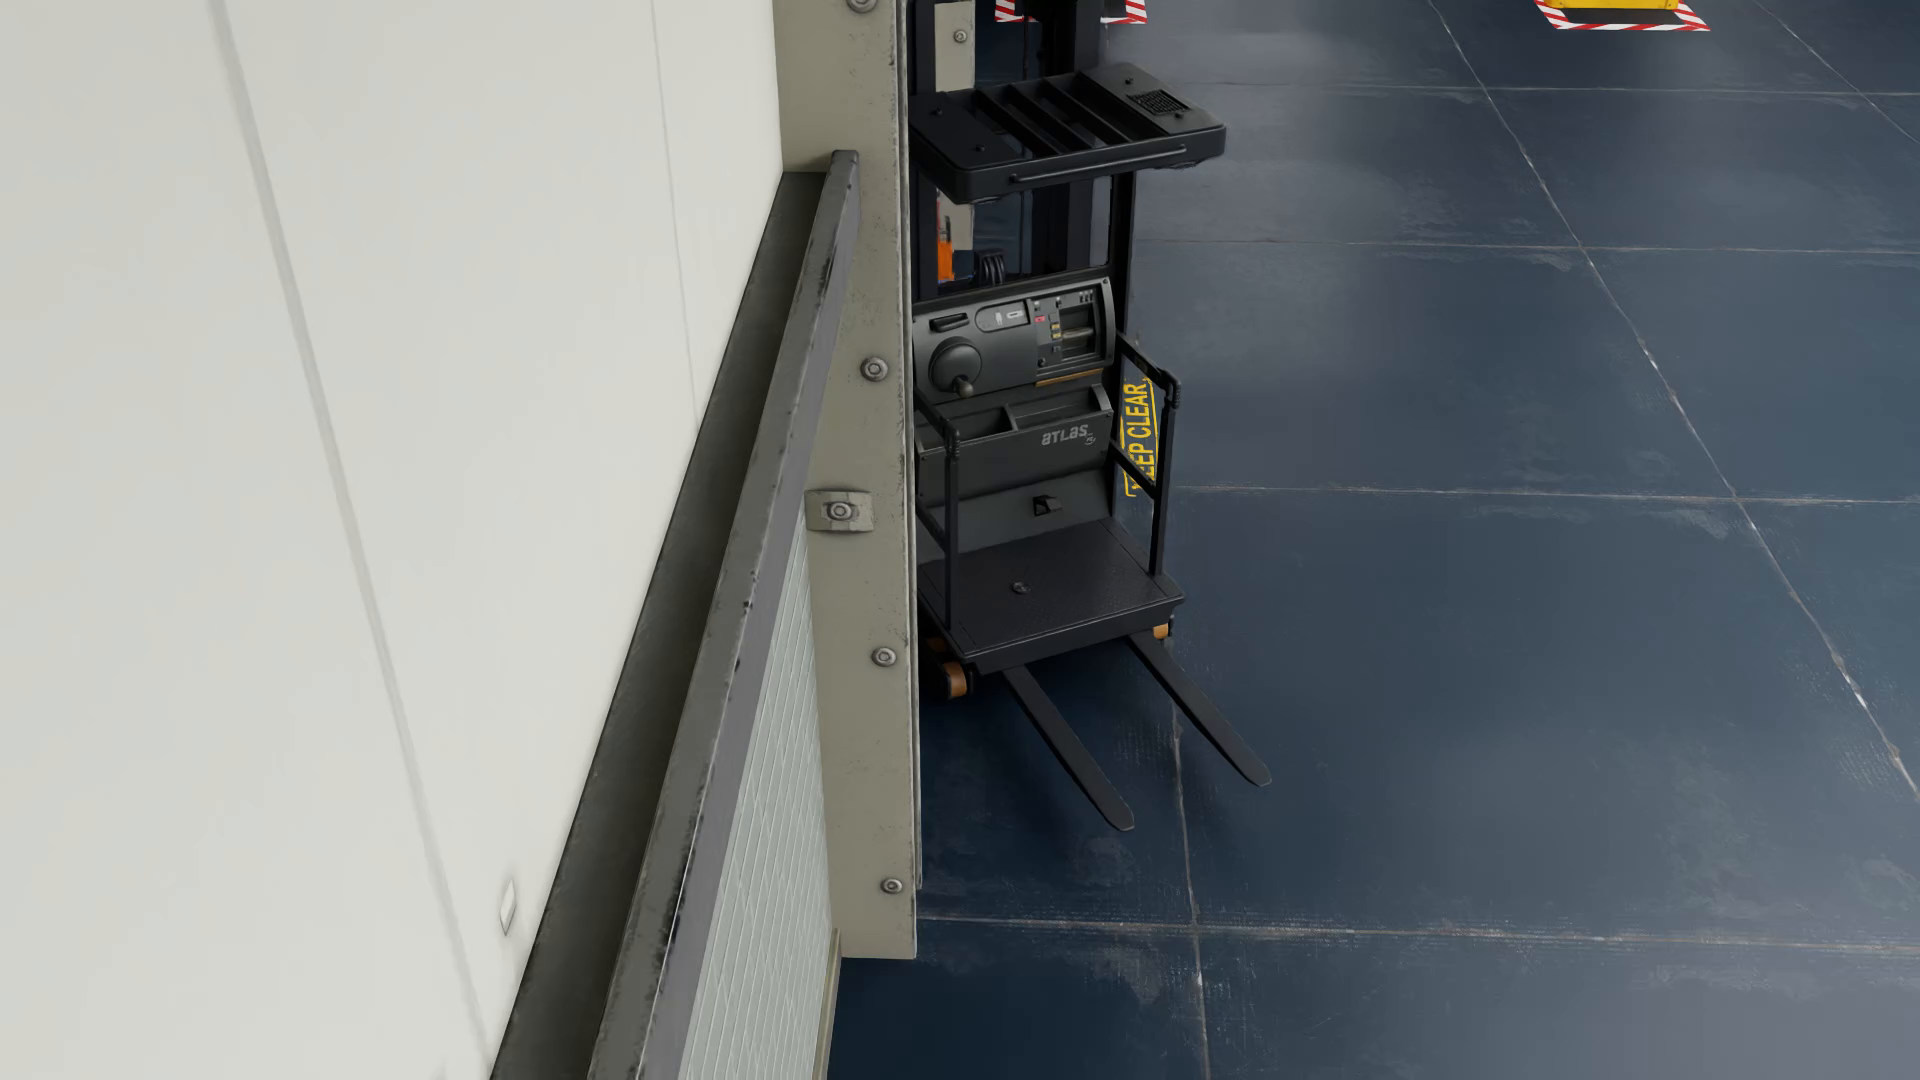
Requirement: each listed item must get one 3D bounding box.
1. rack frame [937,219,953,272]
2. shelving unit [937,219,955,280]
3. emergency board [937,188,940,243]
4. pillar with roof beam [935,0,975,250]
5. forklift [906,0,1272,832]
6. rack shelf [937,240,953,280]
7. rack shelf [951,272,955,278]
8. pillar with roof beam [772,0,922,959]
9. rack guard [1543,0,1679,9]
[{"bbox_3d":[-0.149,-1.284,8.908,0.240,1.200,0.015,-1,56,2],"label":"rack frame"},{"bbox_3d":[-0.152,-1.080,8.773,0.258,1.200,0.503,-1,56,2],"label":"shelving unit"},{"bbox_3d":[-0.205,-1.842,8.263,0.194,1.169,0.643,1,35,2],"label":"emergency board"},{"bbox_3d":[4.234,-5.616,8.415,9.100,9.000,0.400,1,35,2],"label":"pillar with roof beam"},{"bbox_3d":[0.311,-0.788,6.823,1.130,2.935,3.031,-14,37,-19],"label":"forklift"},{"bbox_3d":[-0.168,-1.297,8.446,0.258,0.148,0.480,-1,56,2],"label":"rack shelf"},{"bbox_3d":[-0.159,-1.166,8.643,0.258,0.148,0.480,-1,56,2],"label":"rack shelf"},{"bbox_3d":[3.993,-2.169,3.510,9.100,9.000,0.400,1,35,2],"label":"pillar with roof beam"},{"bbox_3d":[5.959,-5.138,15.125,1.175,0.500,0.348,1,35,2],"label":"rack guard"}]
